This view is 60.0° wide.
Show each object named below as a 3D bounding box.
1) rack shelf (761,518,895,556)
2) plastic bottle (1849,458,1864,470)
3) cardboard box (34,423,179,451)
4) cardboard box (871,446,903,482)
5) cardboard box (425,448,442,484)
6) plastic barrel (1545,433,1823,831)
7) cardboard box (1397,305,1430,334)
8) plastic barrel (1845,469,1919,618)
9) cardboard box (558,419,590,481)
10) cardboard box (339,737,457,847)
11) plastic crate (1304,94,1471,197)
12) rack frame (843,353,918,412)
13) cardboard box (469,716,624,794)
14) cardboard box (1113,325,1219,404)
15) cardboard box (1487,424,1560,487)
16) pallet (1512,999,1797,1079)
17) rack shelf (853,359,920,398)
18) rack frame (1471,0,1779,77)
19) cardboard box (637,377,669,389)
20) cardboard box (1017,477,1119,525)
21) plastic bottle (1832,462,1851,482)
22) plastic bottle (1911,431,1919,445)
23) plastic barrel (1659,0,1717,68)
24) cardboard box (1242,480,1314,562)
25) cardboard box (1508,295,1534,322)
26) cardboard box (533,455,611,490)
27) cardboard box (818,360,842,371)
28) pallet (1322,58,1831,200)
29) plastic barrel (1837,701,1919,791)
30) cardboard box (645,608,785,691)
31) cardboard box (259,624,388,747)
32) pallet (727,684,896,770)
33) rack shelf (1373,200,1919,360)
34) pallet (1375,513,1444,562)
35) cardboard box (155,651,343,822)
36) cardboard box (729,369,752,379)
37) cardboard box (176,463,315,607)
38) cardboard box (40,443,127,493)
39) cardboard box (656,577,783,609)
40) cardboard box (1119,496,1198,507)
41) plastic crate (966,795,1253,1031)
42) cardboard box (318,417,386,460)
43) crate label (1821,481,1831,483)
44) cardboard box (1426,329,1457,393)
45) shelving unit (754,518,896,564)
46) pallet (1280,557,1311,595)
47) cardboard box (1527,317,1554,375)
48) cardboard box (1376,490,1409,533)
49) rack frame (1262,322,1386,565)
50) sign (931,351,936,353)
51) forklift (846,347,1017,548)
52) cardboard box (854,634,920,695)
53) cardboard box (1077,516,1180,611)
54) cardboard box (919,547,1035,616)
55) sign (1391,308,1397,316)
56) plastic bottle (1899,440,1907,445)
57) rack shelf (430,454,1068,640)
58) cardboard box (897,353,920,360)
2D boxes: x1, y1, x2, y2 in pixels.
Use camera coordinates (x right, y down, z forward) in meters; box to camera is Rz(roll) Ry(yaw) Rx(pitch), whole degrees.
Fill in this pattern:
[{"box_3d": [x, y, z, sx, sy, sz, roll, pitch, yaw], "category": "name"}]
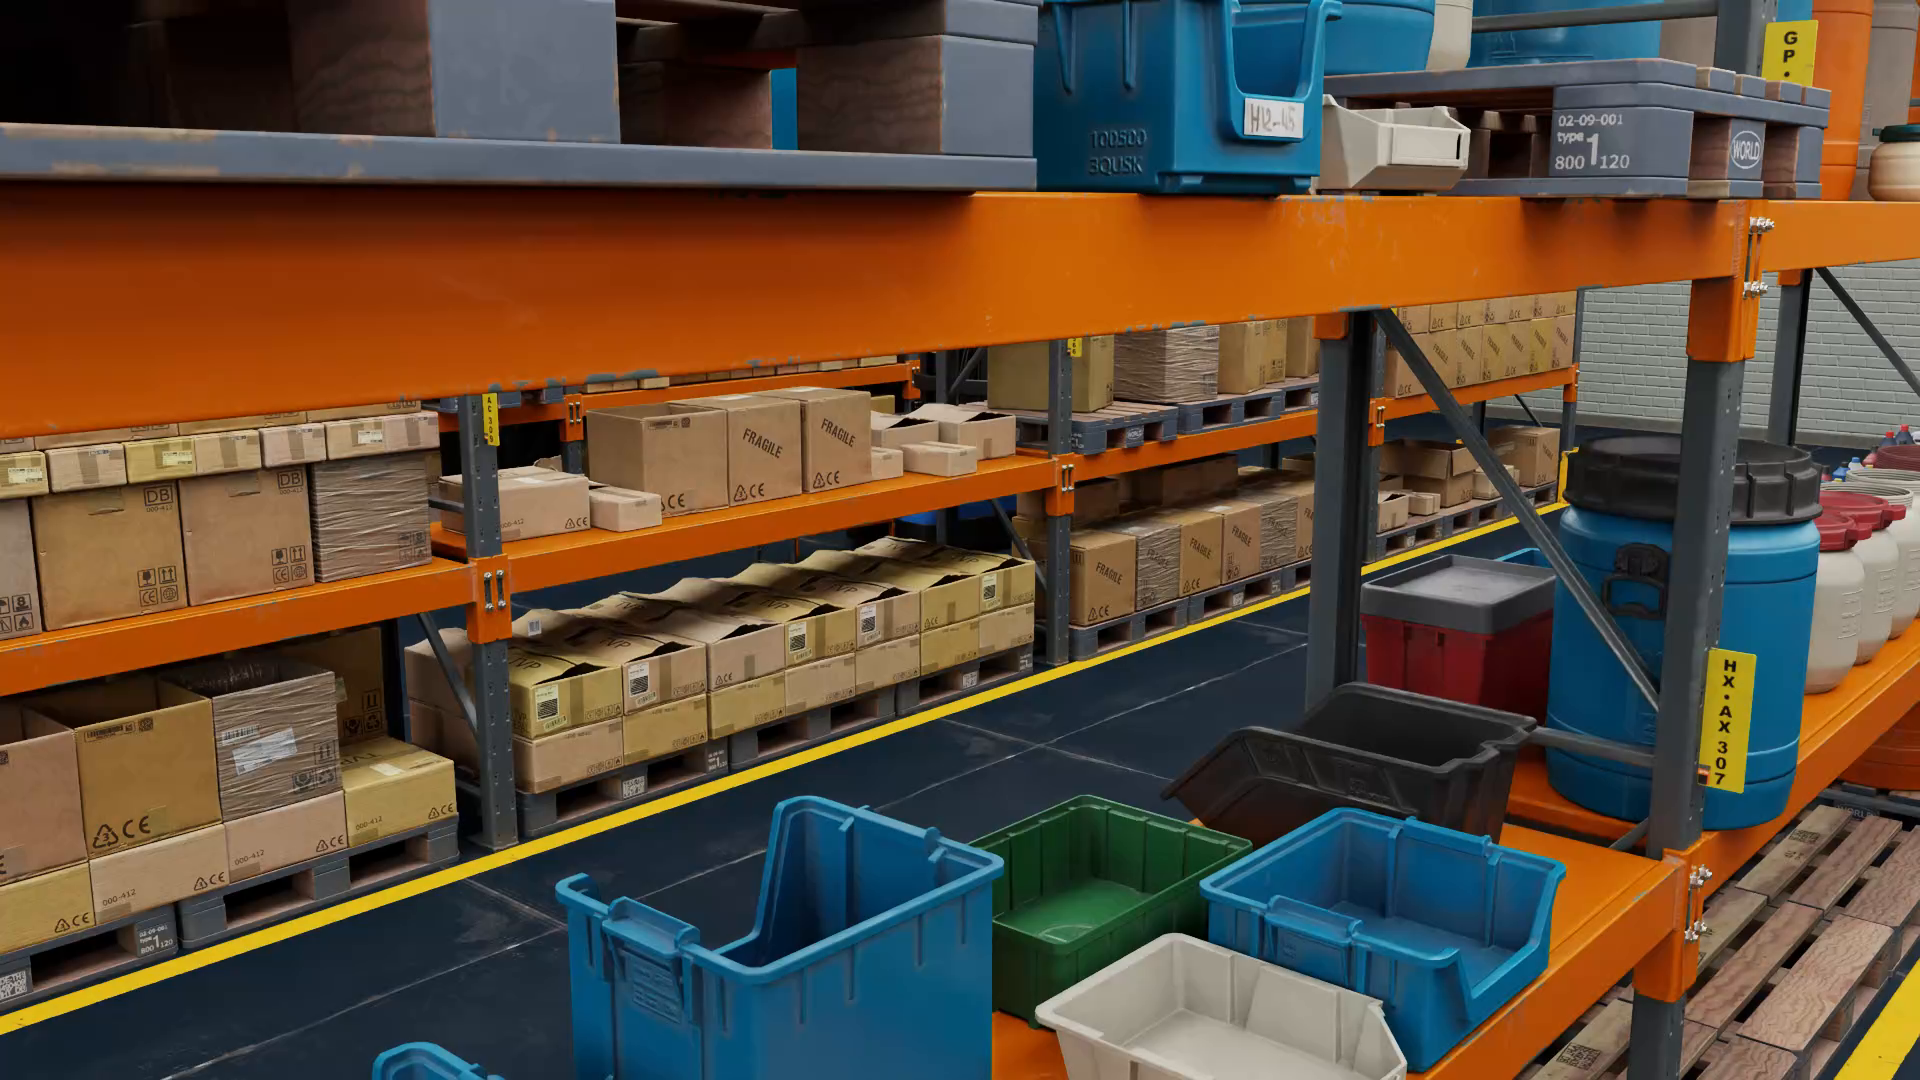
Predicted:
[{"box_3d": [-1.061, -0.116, 13.167, 1.000, 0.278, 0.538, -11, 16, -43], "category": "rack shelf"}, {"box_3d": [4.426, -0.272, 8.242, 0.097, 0.271, 0.097, 0, 11, 0], "category": "plastic bottle"}, {"box_3d": [-3.330, -0.638, 6.179, 0.700, 0.500, 0.500, 10, 15, 40], "category": "cardboard box"}, {"box_3d": [-0.538, -0.437, 9.383, 0.250, 0.149, 0.380, -11, 16, -43], "category": "cardboard box"}, {"box_3d": [-4.321, -0.565, 12.723, 0.500, 0.250, 0.500, 10, 15, 41], "category": "cardboard box"}, {"box_3d": [1.822, 0.211, 4.218, 0.600, 0.901, 0.708, 10, 15, 40], "category": "plastic barrel"}, {"box_3d": [3.425, -1.916, 13.338, 0.500, 0.500, 0.500, 10, 15, 42], "category": "cardboard box"}, {"box_3d": [3.462, 0.010, 6.218, 0.421, 0.512, 0.421, 0, 11, 0], "category": "plastic barrel"}, {"box_3d": [-2.878, -0.638, 14.165, 0.750, 0.750, 0.750, 10, 15, 40], "category": "cardboard box"}, {"box_3d": [-2.521, 1.072, 7.133, 0.500, 0.250, 0.500, 10, 15, 40], "category": "cardboard box"}, {"box_3d": [0.584, -0.579, 2.467, 0.243, 0.136, 0.396, 10, 15, 40], "category": "plastic crate"}, {"box_3d": [-0.821, -1.984, 16.485, 1.000, 3.000, 0.127, 10, 15, 40], "category": "rack frame"}, {"box_3d": [-1.926, 0.948, 7.753, 0.500, 0.250, 0.500, 9, 15, 39], "category": "cardboard box"}, {"box_3d": [1.340, -1.227, 11.371, 0.500, 0.500, 0.700, -9, 14, -37], "category": "cardboard box"}, {"box_3d": [5.369, -0.810, 15.869, 0.500, 0.500, 0.500, 10, 15, 40], "category": "cardboard box"}, {"box_3d": [1.829, 1.721, 5.056, 1.003, 0.211, 1.213, 10, 15, 40], "category": "pallet"}, {"box_3d": [0.499, -1.925, 18.029, 1.077, 0.370, 4.000, 10, 15, 40], "category": "rack shelf"}, {"box_3d": [1.340, -2.468, 3.591, 1.000, 3.000, 0.127, 10, 15, 40], "category": "rack frame"}, {"box_3d": [-2.659, -1.364, 13.975, 0.380, 0.149, 0.250, 10, 15, 42], "category": "cardboard box"}, {"box_3d": [0.737, -0.290, 11.348, 0.500, 0.250, 0.500, 11, 15, 42], "category": "cardboard box"}, {"box_3d": [4.297, -0.243, 8.099, 0.097, 0.271, 0.097, 0, 11, 0], "category": "plastic bottle"}, {"box_3d": [5.265, -0.453, 9.137, 0.152, 0.276, 0.135, 10, 15, 40], "category": "plastic bottle"}, {"box_3d": [1.944, -1.442, 4.833, 0.600, 0.901, 0.600, 0, 11, 0], "category": "plastic barrel"}, {"box_3d": [2.459, -0.152, 12.575, 0.500, 0.500, 0.500, 10, 15, 41], "category": "cardboard box"}, {"box_3d": [4.784, -2.219, 14.856, 0.500, 0.500, 0.500, 10, 15, 42], "category": "cardboard box"}, {"box_3d": [-1.936, -0.254, 8.168, 0.396, 0.266, 0.258, 9, 15, 39], "category": "cardboard box"}, {"box_3d": [-1.316, -1.665, 15.480, 0.380, 0.149, 0.250, 10, 15, 40], "category": "cardboard box"}, {"box_3d": [0.937, -0.785, 3.309, 1.213, 0.211, 1.003, 10, 15, 40], "category": "pallet"}, {"box_3d": [4.290, 0.670, 7.668, 0.600, 0.830, 0.708, 10, 15, 40], "category": "plastic barrel"}, {"box_3d": [-1.244, 0.523, 8.452, 0.500, 0.311, 0.500, 9, 14, 38], "category": "cardboard box"}, {"box_3d": [-2.920, 0.636, 7.404, 0.500, 0.500, 0.500, 10, 15, 40], "category": "cardboard box"}, {"box_3d": [-1.116, 0.907, 9.132, 1.003, 0.211, 1.213, 10, 15, 40], "category": "pallet"}, {"box_3d": [2.660, -0.938, 5.429, 1.077, 0.370, 4.000, 10, 15, 40], "category": "rack shelf"}, {"box_3d": [3.356, -0.077, 14.060, 1.003, 0.211, 1.213, 10, 15, 40], "category": "pallet"}, {"box_3d": [-2.859, 0.776, 6.699, 0.500, 0.500, 0.500, 10, 15, 40], "category": "cardboard box"}, {"box_3d": [-2.066, -1.527, 14.791, 0.380, 0.149, 0.250, 10, 15, 41], "category": "cardboard box"}, {"box_3d": [-3.010, -0.071, 6.655, 0.700, 0.500, 0.500, 10, 15, 40], "category": "cardboard box"}, {"box_3d": [-3.237, -0.280, 6.041, 0.380, 0.149, 0.250, 10, 15, 42], "category": "cardboard box"}, {"box_3d": [-1.322, 0.380, 9.166, 0.500, 0.311, 0.500, 10, 15, 40], "category": "cardboard box"}, {"box_3d": [1.386, -0.067, 12.149, 0.500, 0.500, 0.500, 9, 14, 38], "category": "cardboard box"}, {"box_3d": [0.232, 0.741, 3.382, 0.450, 0.188, 0.662, 10, 15, 40], "category": "plastic crate"}, {"box_3d": [-2.562, -0.430, 6.795, 0.380, 0.149, 0.250, 9, 15, 39], "category": "cardboard box"}, {"box_3d": [3.121, -0.021, 6.565, 0.502, 0.435, 0.616, 10, 15, 40], "category": "crate label"}, {"box_3d": [3.779, -1.508, 13.850, 0.500, 0.500, 0.500, 10, 15, 41], "category": "cardboard box"}, {"box_3d": [-1.061, -0.356, 13.120, 1.048, 1.125, 0.538, -11, 16, -43], "category": "shelving unit"}, {"box_3d": [2.394, 0.148, 12.931, 1.003, 0.211, 1.213, 10, 15, 40], "category": "pallet"}, {"box_3d": [5.112, -1.804, 15.327, 0.500, 0.500, 0.500, 10, 15, 41], "category": "cardboard box"}, {"box_3d": [3.342, -0.275, 13.671, 0.500, 0.311, 0.500, 10, 15, 40], "category": "cardboard box"}, {"box_3d": [2.902, -1.344, 13.281, 1.000, 3.000, 0.127, 10, 15, 40], "category": "rack frame"}, {"box_3d": [-0.152, -1.353, 10.573, 0.100, 0.325, 0.005, 10, 15, 40], "category": "sign"}, {"box_3d": [0.451, -1.523, 14.354, 3.031, 2.935, 1.130, -11, 16, -43], "category": "forklift"}, {"box_3d": [-0.574, 0.646, 9.267, 0.500, 0.250, 0.500, 10, 15, 42], "category": "cardboard box"}, {"box_3d": [1.118, 0.147, 11.076, 0.500, 0.500, 0.500, 9, 14, 38], "category": "cardboard box"}, {"box_3d": [0.101, 0.221, 9.963, 0.500, 0.311, 0.500, 10, 15, 42], "category": "cardboard box"}, {"box_3d": [3.321, -1.840, 12.811, 0.100, 0.325, 0.005, 10, 15, 40], "category": "sign"}, {"box_3d": [4.937, -0.379, 8.748, 0.061, 0.283, 0.133, 10, 15, 40], "category": "plastic bottle"}, {"box_3d": [-1.058, -0.108, 8.932, 1.077, 0.370, 4.000, 10, 15, 40], "category": "rack shelf"}, {"box_3d": [-0.451, -2.209, 16.845, 0.980, 0.700, 0.700, 10, 15, 41], "category": "cardboard box"}]
